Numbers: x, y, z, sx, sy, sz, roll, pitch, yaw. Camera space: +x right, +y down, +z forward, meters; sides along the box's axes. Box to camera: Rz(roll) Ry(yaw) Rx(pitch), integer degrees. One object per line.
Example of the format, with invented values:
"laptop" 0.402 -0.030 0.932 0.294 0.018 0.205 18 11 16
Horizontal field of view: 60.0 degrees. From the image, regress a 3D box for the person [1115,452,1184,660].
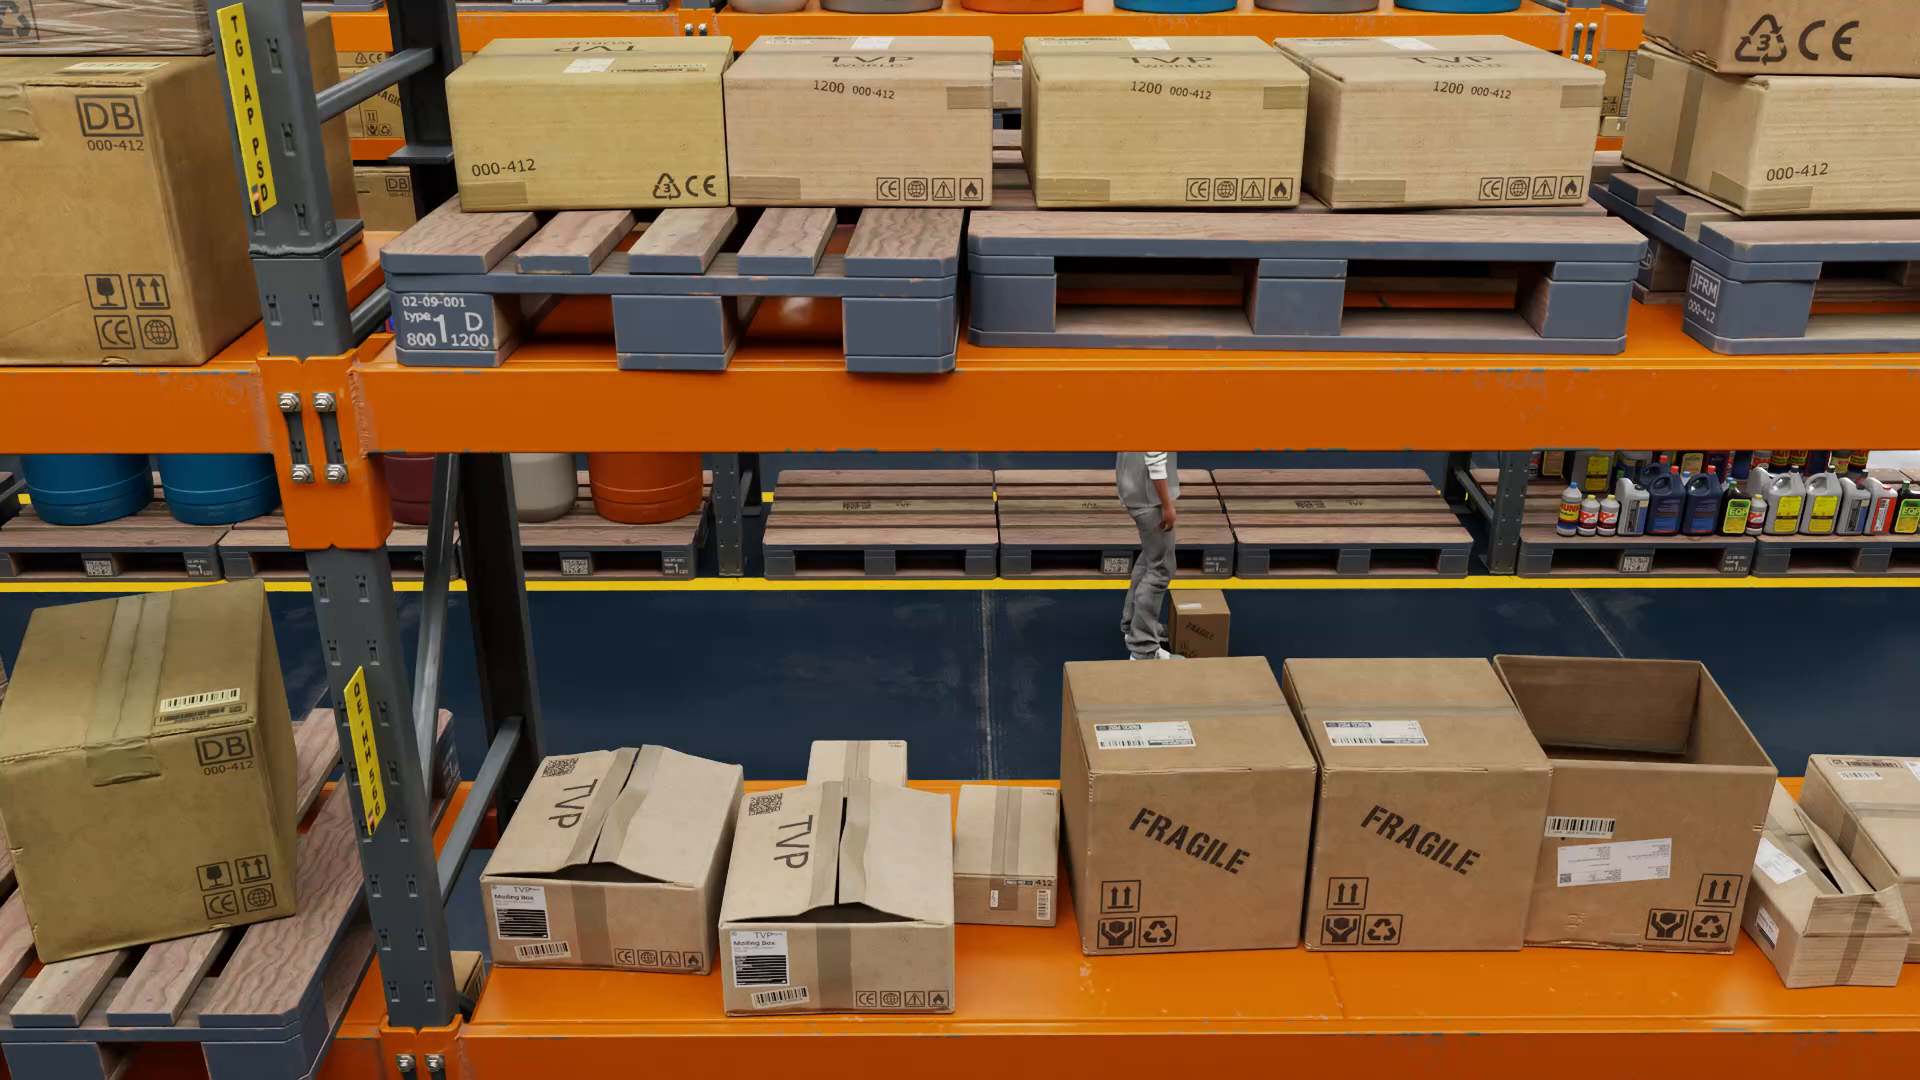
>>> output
"person" 0.887 -0.204 7.567 0.347 1.592 0.467 -1 25 -3
